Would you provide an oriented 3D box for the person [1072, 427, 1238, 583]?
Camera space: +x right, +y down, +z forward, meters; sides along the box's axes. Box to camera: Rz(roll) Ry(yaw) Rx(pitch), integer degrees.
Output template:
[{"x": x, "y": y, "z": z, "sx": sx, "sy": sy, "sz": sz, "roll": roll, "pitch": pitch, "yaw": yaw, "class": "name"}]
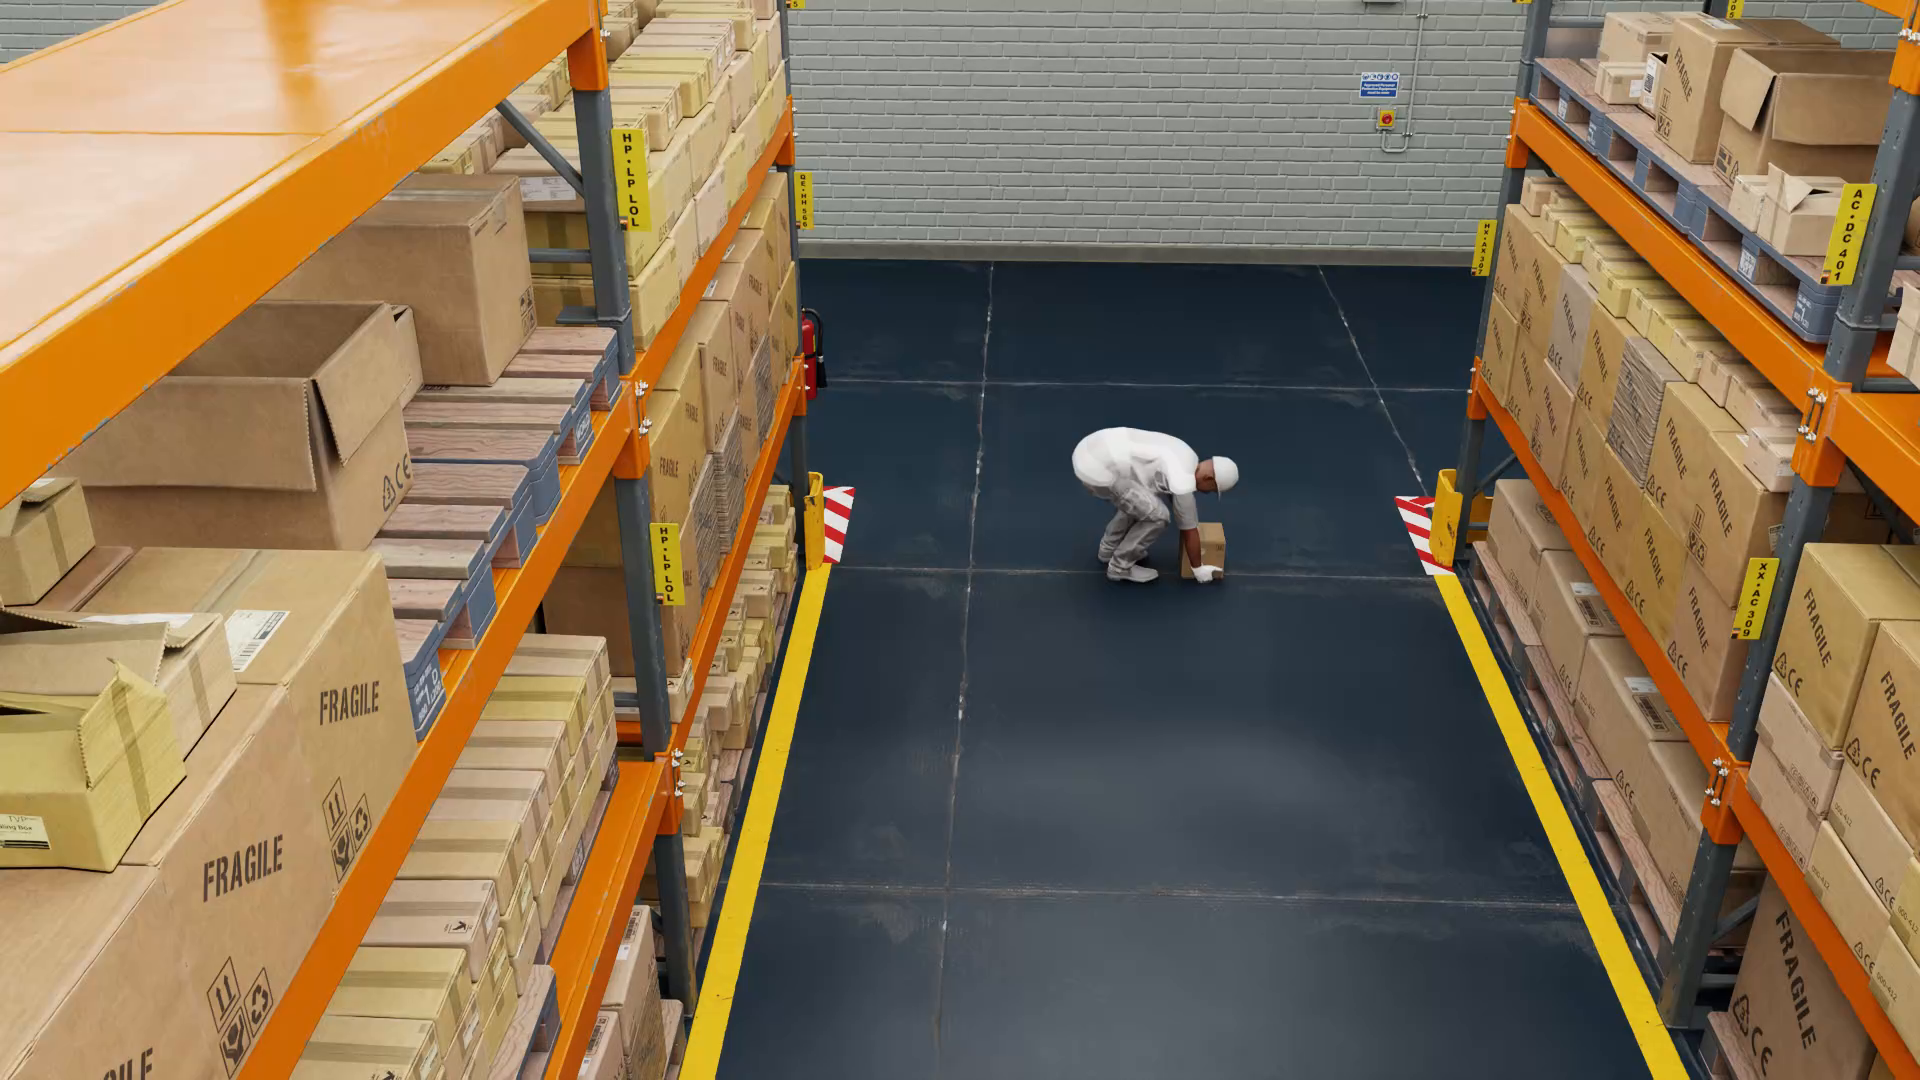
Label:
[{"x": 1.160, "y": -0.228, "z": 9.968, "sx": 0.985, "sy": 0.925, "sz": 0.521, "roll": 0, "pitch": 28, "yaw": 0, "class": "person"}]
